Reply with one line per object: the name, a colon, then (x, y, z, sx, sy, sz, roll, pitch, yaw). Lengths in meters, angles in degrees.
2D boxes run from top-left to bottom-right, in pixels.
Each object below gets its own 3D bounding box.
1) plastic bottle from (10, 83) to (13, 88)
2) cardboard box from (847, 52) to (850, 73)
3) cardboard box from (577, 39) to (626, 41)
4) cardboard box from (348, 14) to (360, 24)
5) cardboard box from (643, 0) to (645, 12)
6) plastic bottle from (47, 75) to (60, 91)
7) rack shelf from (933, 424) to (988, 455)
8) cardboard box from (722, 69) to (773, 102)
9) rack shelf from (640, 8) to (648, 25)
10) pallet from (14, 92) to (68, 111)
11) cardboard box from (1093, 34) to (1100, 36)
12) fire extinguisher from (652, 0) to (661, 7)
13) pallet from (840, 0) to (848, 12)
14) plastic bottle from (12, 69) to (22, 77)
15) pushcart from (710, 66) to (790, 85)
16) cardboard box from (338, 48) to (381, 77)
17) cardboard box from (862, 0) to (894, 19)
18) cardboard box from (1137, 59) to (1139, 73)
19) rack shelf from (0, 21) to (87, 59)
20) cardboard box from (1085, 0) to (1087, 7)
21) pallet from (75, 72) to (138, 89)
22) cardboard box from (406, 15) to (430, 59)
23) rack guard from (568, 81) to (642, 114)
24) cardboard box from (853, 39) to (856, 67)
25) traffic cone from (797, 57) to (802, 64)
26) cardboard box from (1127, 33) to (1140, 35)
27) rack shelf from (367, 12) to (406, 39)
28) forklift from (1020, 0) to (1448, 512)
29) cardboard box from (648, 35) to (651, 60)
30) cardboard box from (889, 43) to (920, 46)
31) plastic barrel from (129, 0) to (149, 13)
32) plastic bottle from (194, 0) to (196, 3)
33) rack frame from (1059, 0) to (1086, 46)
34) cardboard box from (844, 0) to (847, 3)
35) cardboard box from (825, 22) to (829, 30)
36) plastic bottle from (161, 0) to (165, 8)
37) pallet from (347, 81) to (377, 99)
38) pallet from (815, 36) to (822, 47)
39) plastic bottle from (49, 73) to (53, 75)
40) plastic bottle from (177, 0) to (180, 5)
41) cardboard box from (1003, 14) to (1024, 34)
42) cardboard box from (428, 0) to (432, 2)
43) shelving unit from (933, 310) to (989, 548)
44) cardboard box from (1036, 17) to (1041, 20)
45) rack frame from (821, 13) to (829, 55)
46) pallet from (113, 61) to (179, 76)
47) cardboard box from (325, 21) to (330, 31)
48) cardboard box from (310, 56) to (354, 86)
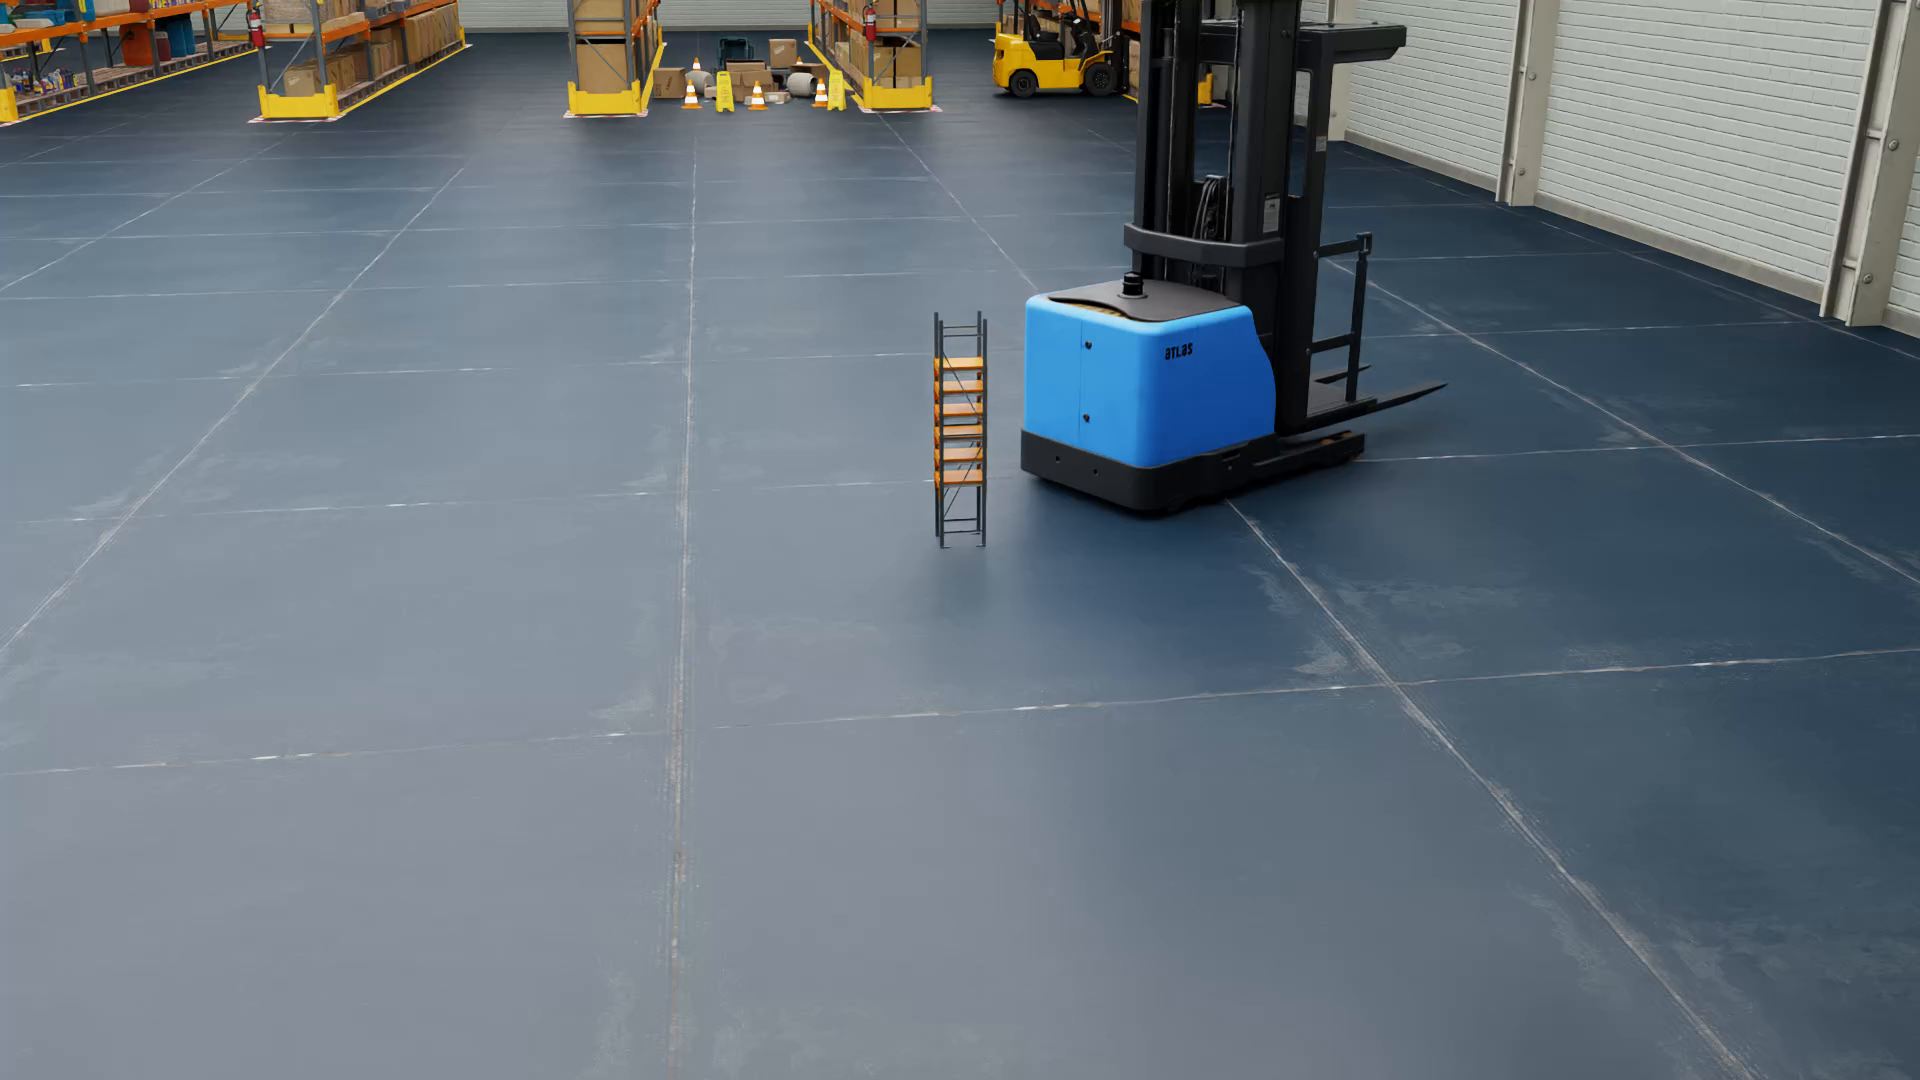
plastic bottle: (-16.382, -7.791, 28.660, 0.097, 0.201, 0.097, 0, 20, 0)
cardboard box: (-1.722, -9.415, 32.791, 0.950, 0.372, 0.625, -3, 21, -7)
cardboard box: (-6.243, -8.335, 29.182, 0.875, 0.875, 0.875, -3, 21, -9)
cardboard box: (-10.979, -9.333, 29.776, 0.380, 0.149, 0.250, -3, 21, -8)
cardboard box: (-6.553, -10.749, 33.066, 0.500, 0.500, 0.500, -3, 21, -7)
plastic bottle: (-15.880, -8.005, 29.125, 0.152, 0.276, 0.135, -3, 21, -7)
rack shelf: (0.002, -0.515, 8.508, 0.258, 0.103, 0.180, -3, 21, -8)
cardboard box: (-3.826, -8.193, 29.934, 0.637, 0.503, 0.797, 17, 27, 39)
rack shelf: (-6.816, -10.338, 33.137, 1.077, 0.370, 4.000, -3, 21, -8)
pallet: (-16.117, -7.554, 28.638, 1.003, 0.211, 1.213, -3, 21, -8)
cardboard box: (3.077, -10.052, 34.138, 0.875, 0.625, 0.625, -3, 21, -8)
fire extinguisher: (-7.837, -14.037, 42.656, 0.296, 0.674, 0.183, -3, 21, -8)
pallet: (-1.895, -10.879, 33.831, 1.003, 0.211, 1.213, -3, 21, -8)
plastic bottle: (-16.619, -8.117, 29.319, 0.144, 0.351, 0.185, -4, 21, -10)
pushcart: (-3.893, -8.907, 32.024, 1.648, 0.377, 0.936, -11, 23, -26)
cardboard box: (-11.568, -9.182, 31.958, 0.700, 0.500, 0.500, -3, 21, -8)
cardboard box: (-1.418, -9.243, 28.608, 0.500, 0.500, 0.500, -3, 21, -9)
cardboard box: (3.464, -8.430, 29.614, 0.500, 0.250, 0.500, -3, 21, -8)
rack shelf: (-16.063, -8.488, 28.184, 1.077, 0.370, 4.000, -3, 21, -8)
cardboard box: (2.817, -10.957, 33.981, 0.500, 0.250, 0.500, -3, 21, -7)
pallet: (-16.682, -8.905, 32.256, 1.003, 0.211, 1.213, -3, 21, -8)
cardboard box: (-12.227, -10.903, 36.057, 1.225, 0.875, 0.875, -3, 21, -8)
rack guard: (-5.948, -7.419, 27.864, 1.175, 0.500, 0.348, -3, 21, -8)
cardboard box: (-1.737, -9.125, 31.118, 0.500, 0.500, 0.500, -2, 21, -6)
traffic cone: (-3.208, -9.438, 33.324, 0.336, 0.463, 0.334, -3, 21, -8)
cardboard box: (3.530, -9.735, 32.396, 0.500, 0.250, 0.500, -3, 21, -7)
rack shelf: (-11.739, -10.123, 32.561, 1.077, 0.370, 4.000, -3, 21, -8)
forklift: (1.801, -1.931, 9.697, 3.031, 2.935, 1.130, -17, 26, -37)
cardboard box: (-6.954, -10.651, 35.919, 0.500, 0.500, 0.500, -4, 21, -10)
cardboard box: (-0.994, -8.625, 29.779, 0.500, 0.500, 0.500, -4, 21, -10)
plastic barrel: (-16.562, -10.821, 33.207, 0.600, 0.536, 0.708, -3, 21, -8)
plastic bottle: (-17.128, -12.109, 37.028, 0.152, 0.276, 0.135, -3, 21, -8)
rack frame: (2.691, -11.904, 36.301, 1.000, 3.000, 0.127, -3, 21, -8)
cardboard box: (-2.085, -10.690, 32.810, 0.380, 0.149, 0.250, -3, 21, -9)
cardboard box: (-2.911, -12.566, 41.136, 0.875, 0.438, 0.875, -4, 21, -9)
plastic bottle: (-16.745, -11.303, 34.859, 0.061, 0.283, 0.133, -3, 21, -8)
pallet: (-11.319, -8.231, 30.451, 1.003, 0.211, 1.213, -3, 21, -8)
pallet: (-3.181, -12.843, 42.801, 1.003, 0.211, 1.213, -3, 21, -8)
plastic bottle: (-16.089, -8.157, 29.532, 0.152, 0.276, 0.135, -3, 21, -8)
plastic bottle: (-16.950, -11.681, 35.882, 0.152, 0.276, 0.135, -3, 21, -8)
cardboard box: (1.532, -13.485, 43.501, 0.797, 0.503, 0.637, -4, 21, -10)
cardboard box: (-12.266, -12.436, 37.583, 0.500, 0.500, 0.500, -3, 21, -8)
shelving unit: (0.002, -0.557, 8.493, 0.258, 1.200, 0.189, -3, 21, -8)
cardboard box: (2.019, -12.389, 39.645, 0.380, 0.149, 0.250, -3, 21, -9)
rack frame: (-2.797, -13.037, 39.335, 1.000, 3.000, 0.127, -3, 21, -8)
pallet: (-17.083, -9.867, 34.833, 1.003, 0.211, 1.213, -3, 21, -8)
cardboard box: (-10.717, -8.551, 27.681, 0.380, 0.149, 0.250, -3, 21, -8)
cardboard box: (-11.342, -8.455, 30.039, 0.500, 0.500, 0.500, 4, 21, 9)
